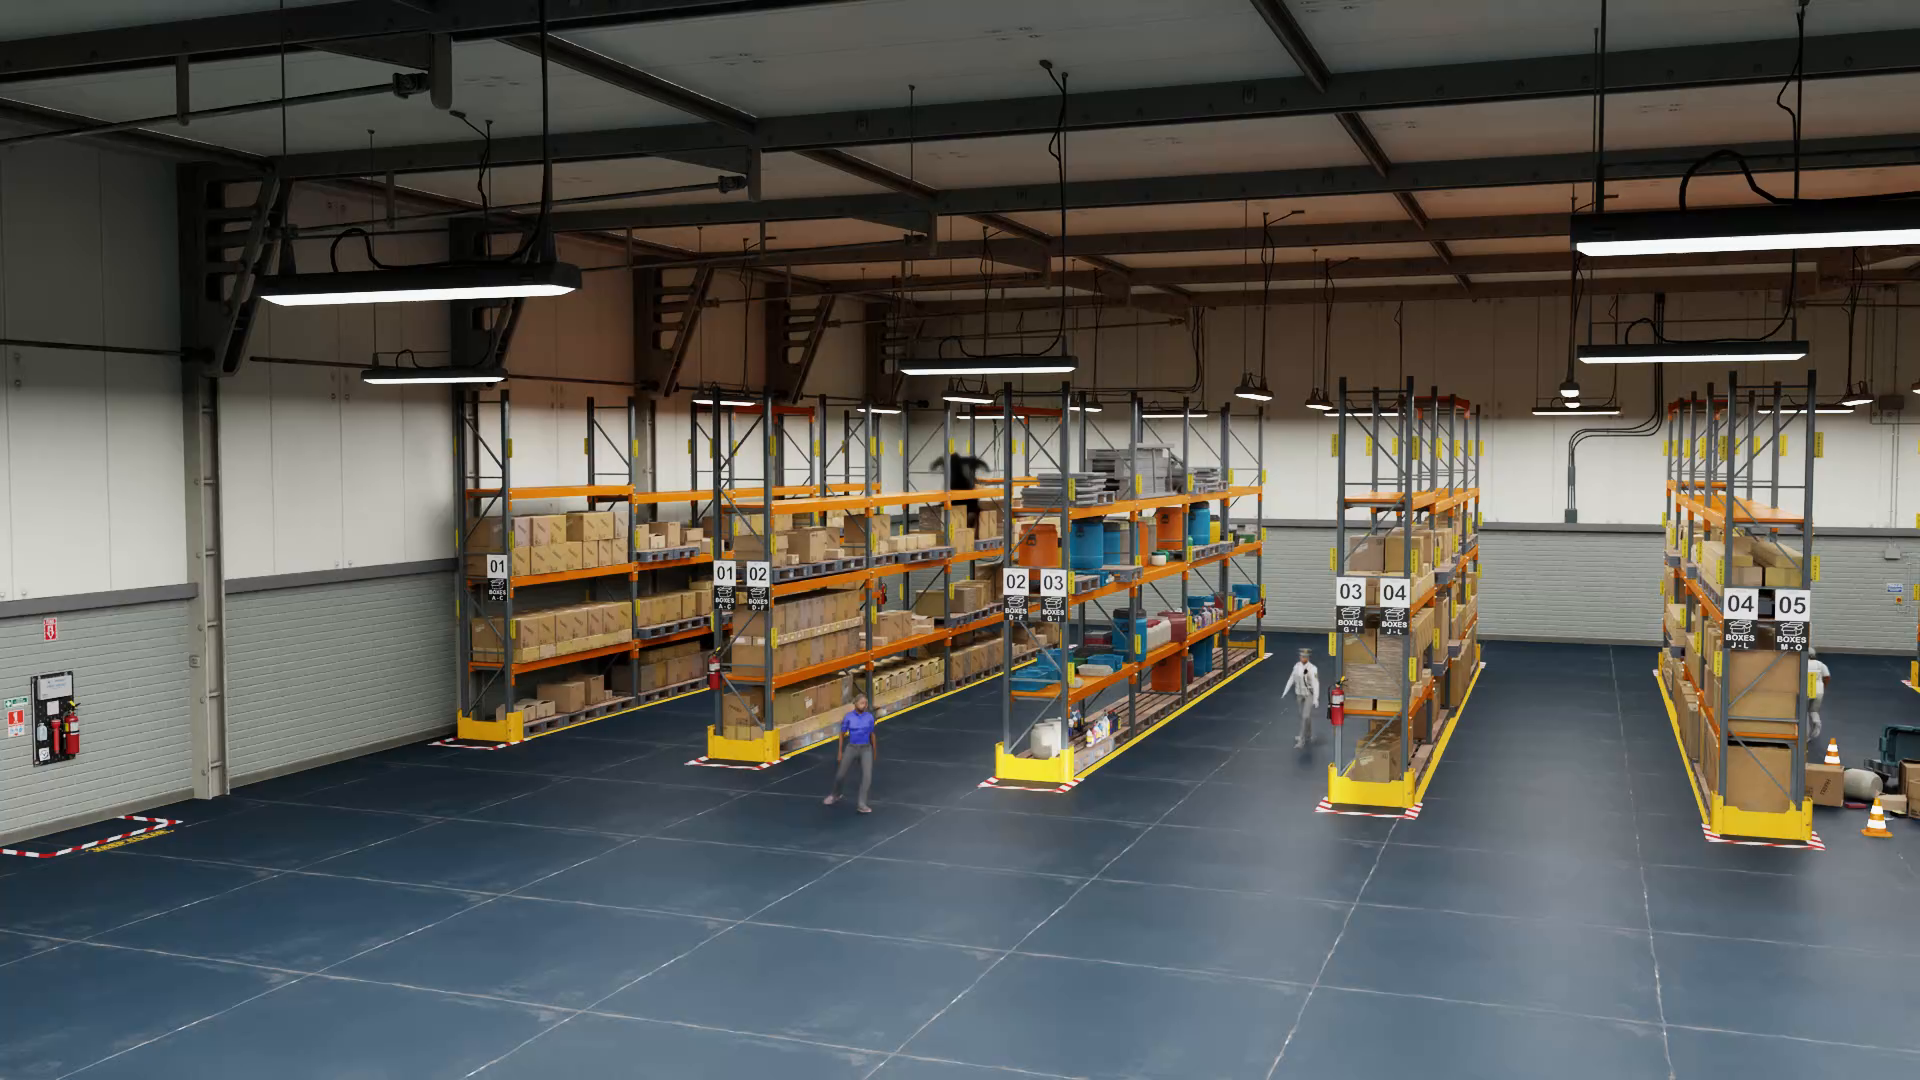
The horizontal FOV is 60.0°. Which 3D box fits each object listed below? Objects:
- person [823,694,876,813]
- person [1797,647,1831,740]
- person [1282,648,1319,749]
[{"bbox_3d":[-1.510,2.925,22.942,0.717,1.615,0.637,-1,3,-13],"label":"person"},{"bbox_3d":[14.585,2.644,28.493,0.606,1.591,0.598,1,3,17],"label":"person"},{"bbox_3d":[5.785,2.642,28.065,0.746,1.657,0.648,-2,4,-35],"label":"person"}]
